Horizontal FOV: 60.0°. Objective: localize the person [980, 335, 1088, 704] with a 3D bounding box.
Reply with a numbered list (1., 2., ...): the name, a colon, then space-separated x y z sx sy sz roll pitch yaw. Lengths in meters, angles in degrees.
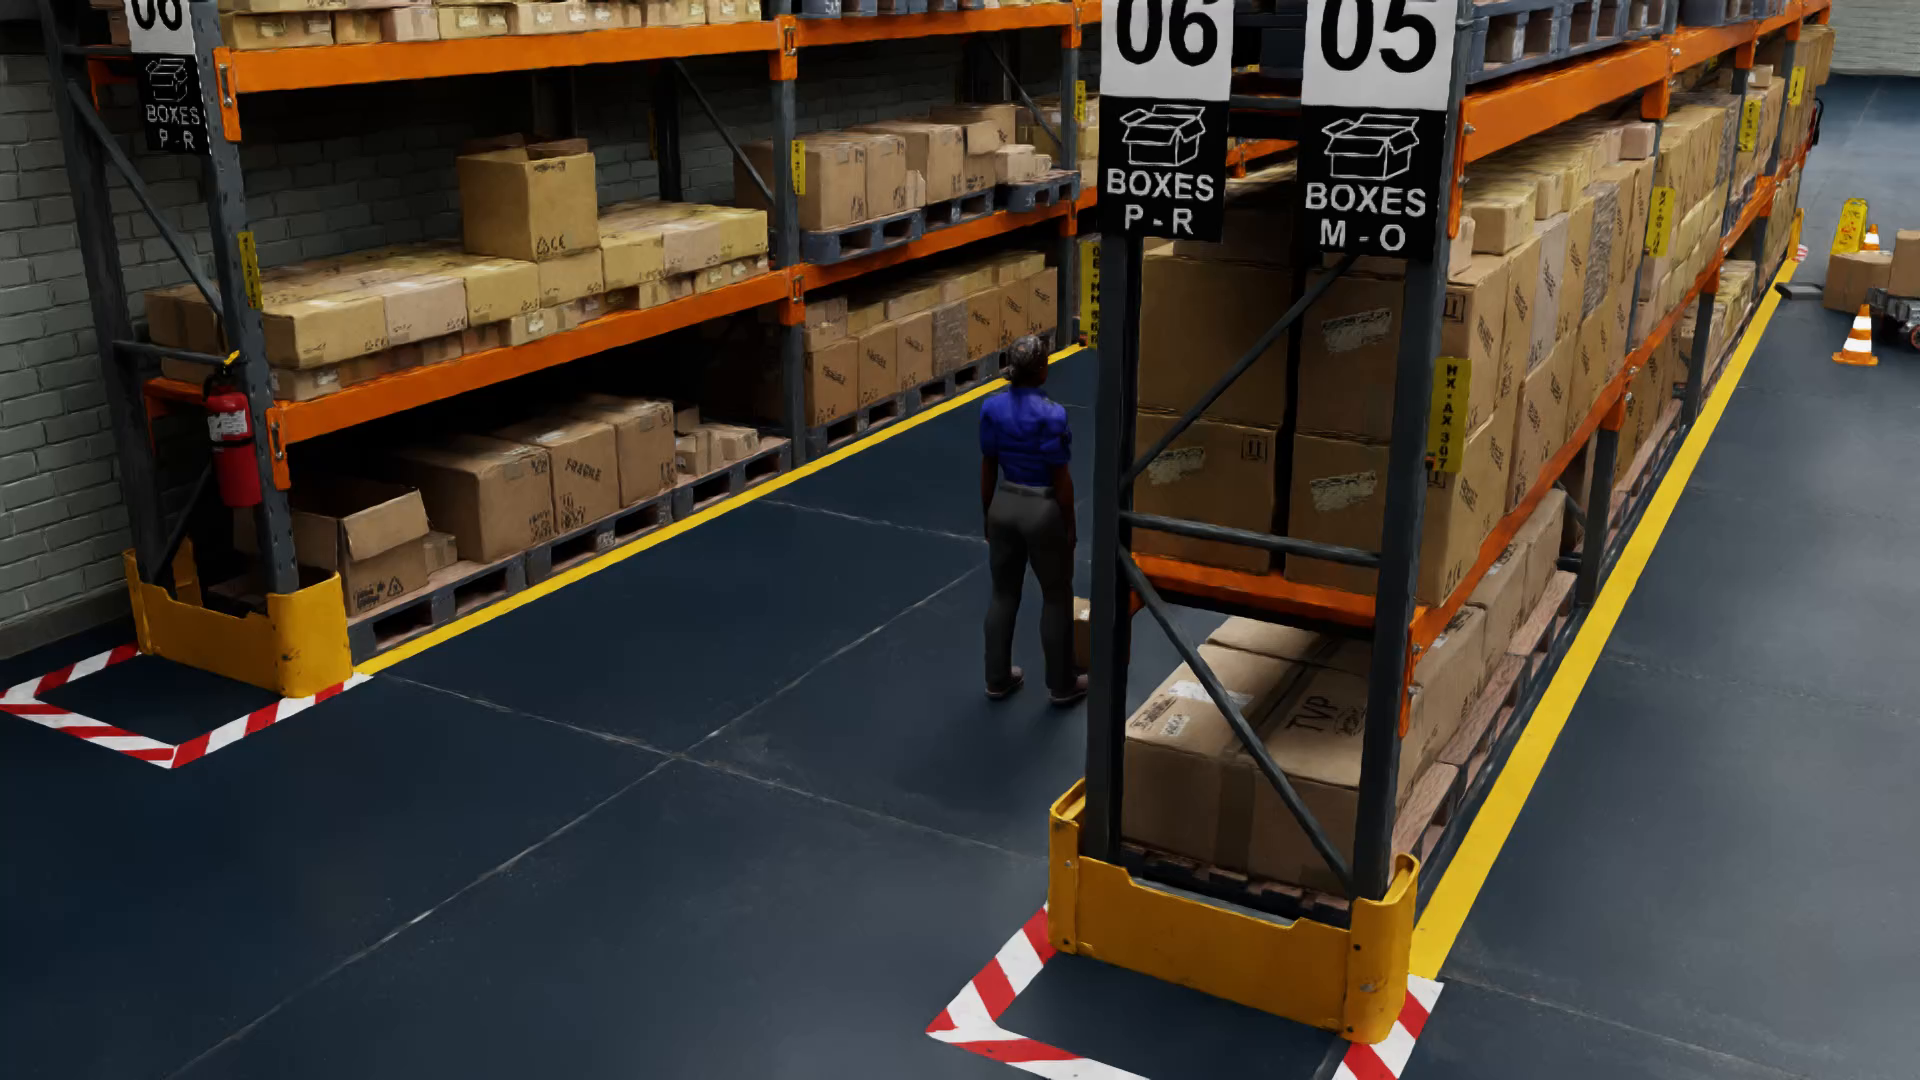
1. person: 0.336 -0.097 7.325 0.485 1.659 0.406 13 23 32
